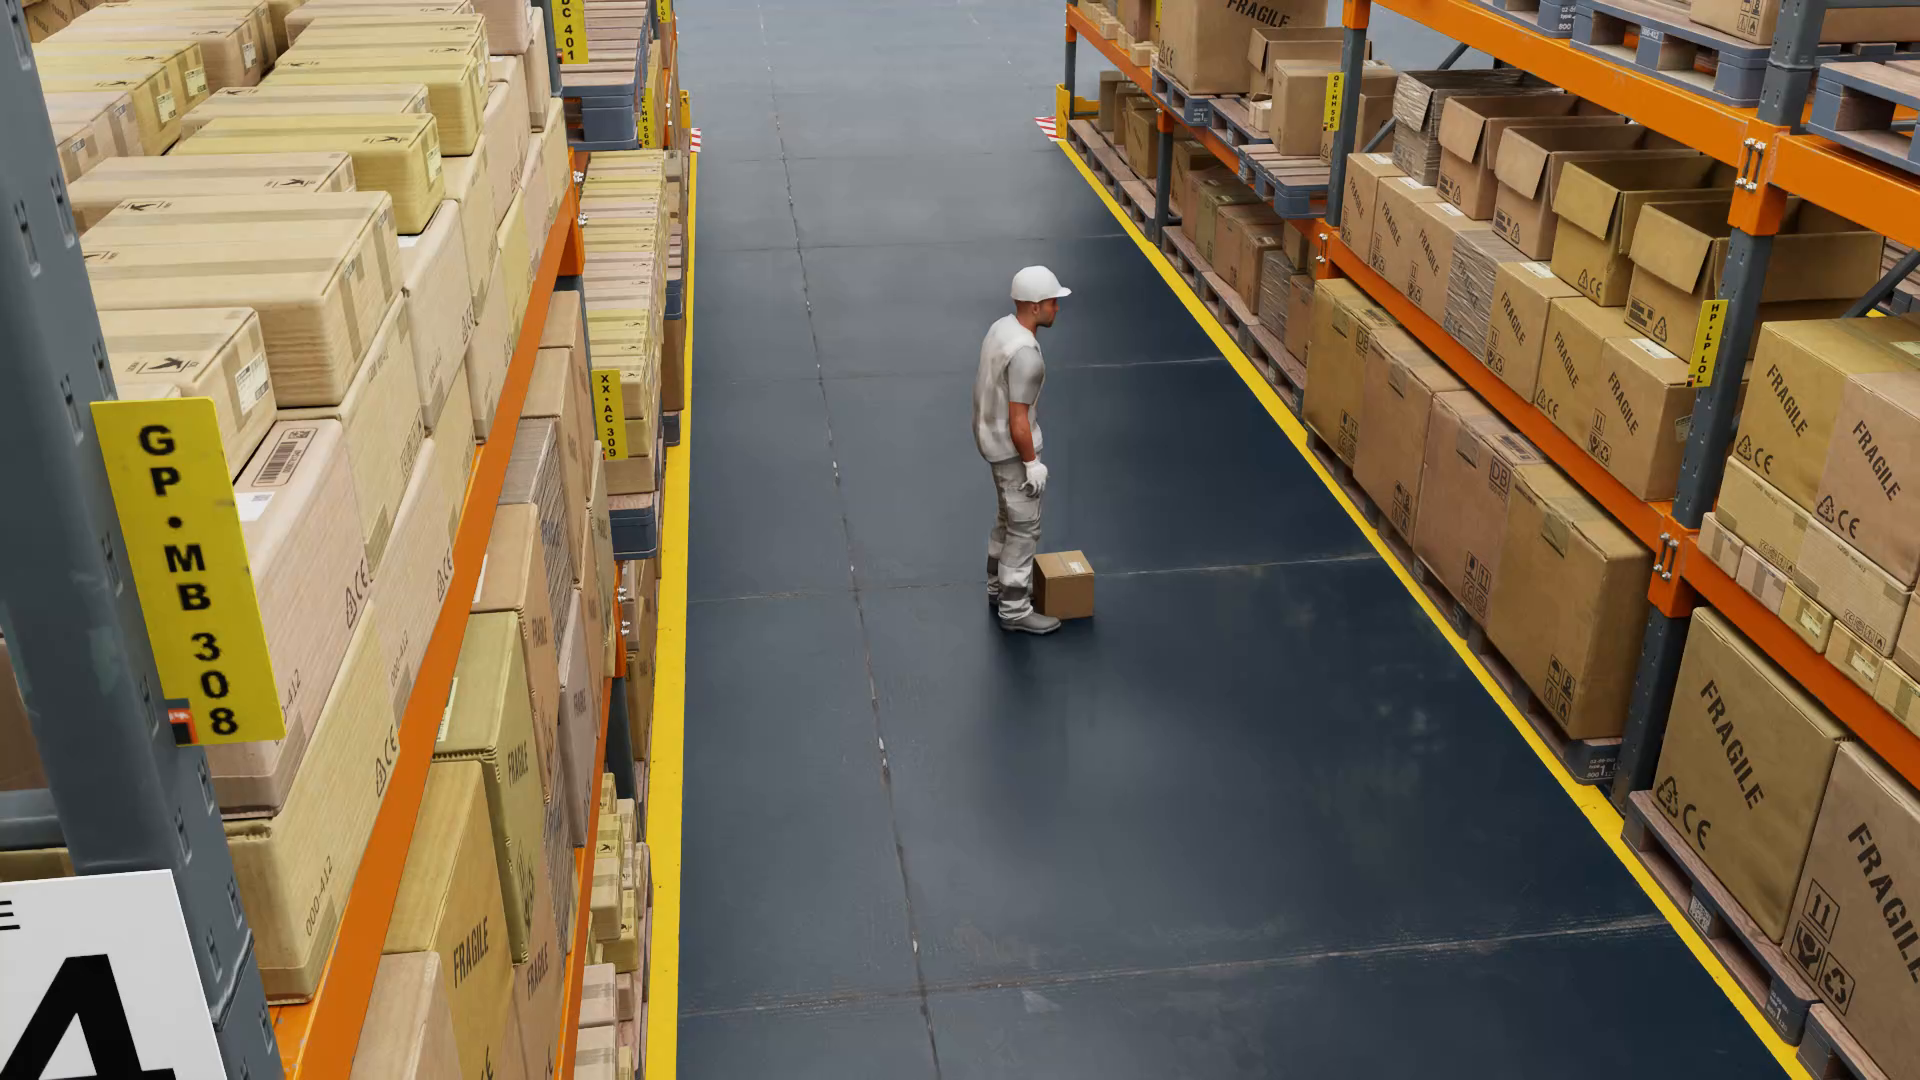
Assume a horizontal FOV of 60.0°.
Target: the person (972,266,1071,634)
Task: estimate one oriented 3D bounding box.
[{"bbox_3d":[0.291,-0.438,7.964,0.450,1.780,0.607,-4,27,-7],"label":"person"}]
